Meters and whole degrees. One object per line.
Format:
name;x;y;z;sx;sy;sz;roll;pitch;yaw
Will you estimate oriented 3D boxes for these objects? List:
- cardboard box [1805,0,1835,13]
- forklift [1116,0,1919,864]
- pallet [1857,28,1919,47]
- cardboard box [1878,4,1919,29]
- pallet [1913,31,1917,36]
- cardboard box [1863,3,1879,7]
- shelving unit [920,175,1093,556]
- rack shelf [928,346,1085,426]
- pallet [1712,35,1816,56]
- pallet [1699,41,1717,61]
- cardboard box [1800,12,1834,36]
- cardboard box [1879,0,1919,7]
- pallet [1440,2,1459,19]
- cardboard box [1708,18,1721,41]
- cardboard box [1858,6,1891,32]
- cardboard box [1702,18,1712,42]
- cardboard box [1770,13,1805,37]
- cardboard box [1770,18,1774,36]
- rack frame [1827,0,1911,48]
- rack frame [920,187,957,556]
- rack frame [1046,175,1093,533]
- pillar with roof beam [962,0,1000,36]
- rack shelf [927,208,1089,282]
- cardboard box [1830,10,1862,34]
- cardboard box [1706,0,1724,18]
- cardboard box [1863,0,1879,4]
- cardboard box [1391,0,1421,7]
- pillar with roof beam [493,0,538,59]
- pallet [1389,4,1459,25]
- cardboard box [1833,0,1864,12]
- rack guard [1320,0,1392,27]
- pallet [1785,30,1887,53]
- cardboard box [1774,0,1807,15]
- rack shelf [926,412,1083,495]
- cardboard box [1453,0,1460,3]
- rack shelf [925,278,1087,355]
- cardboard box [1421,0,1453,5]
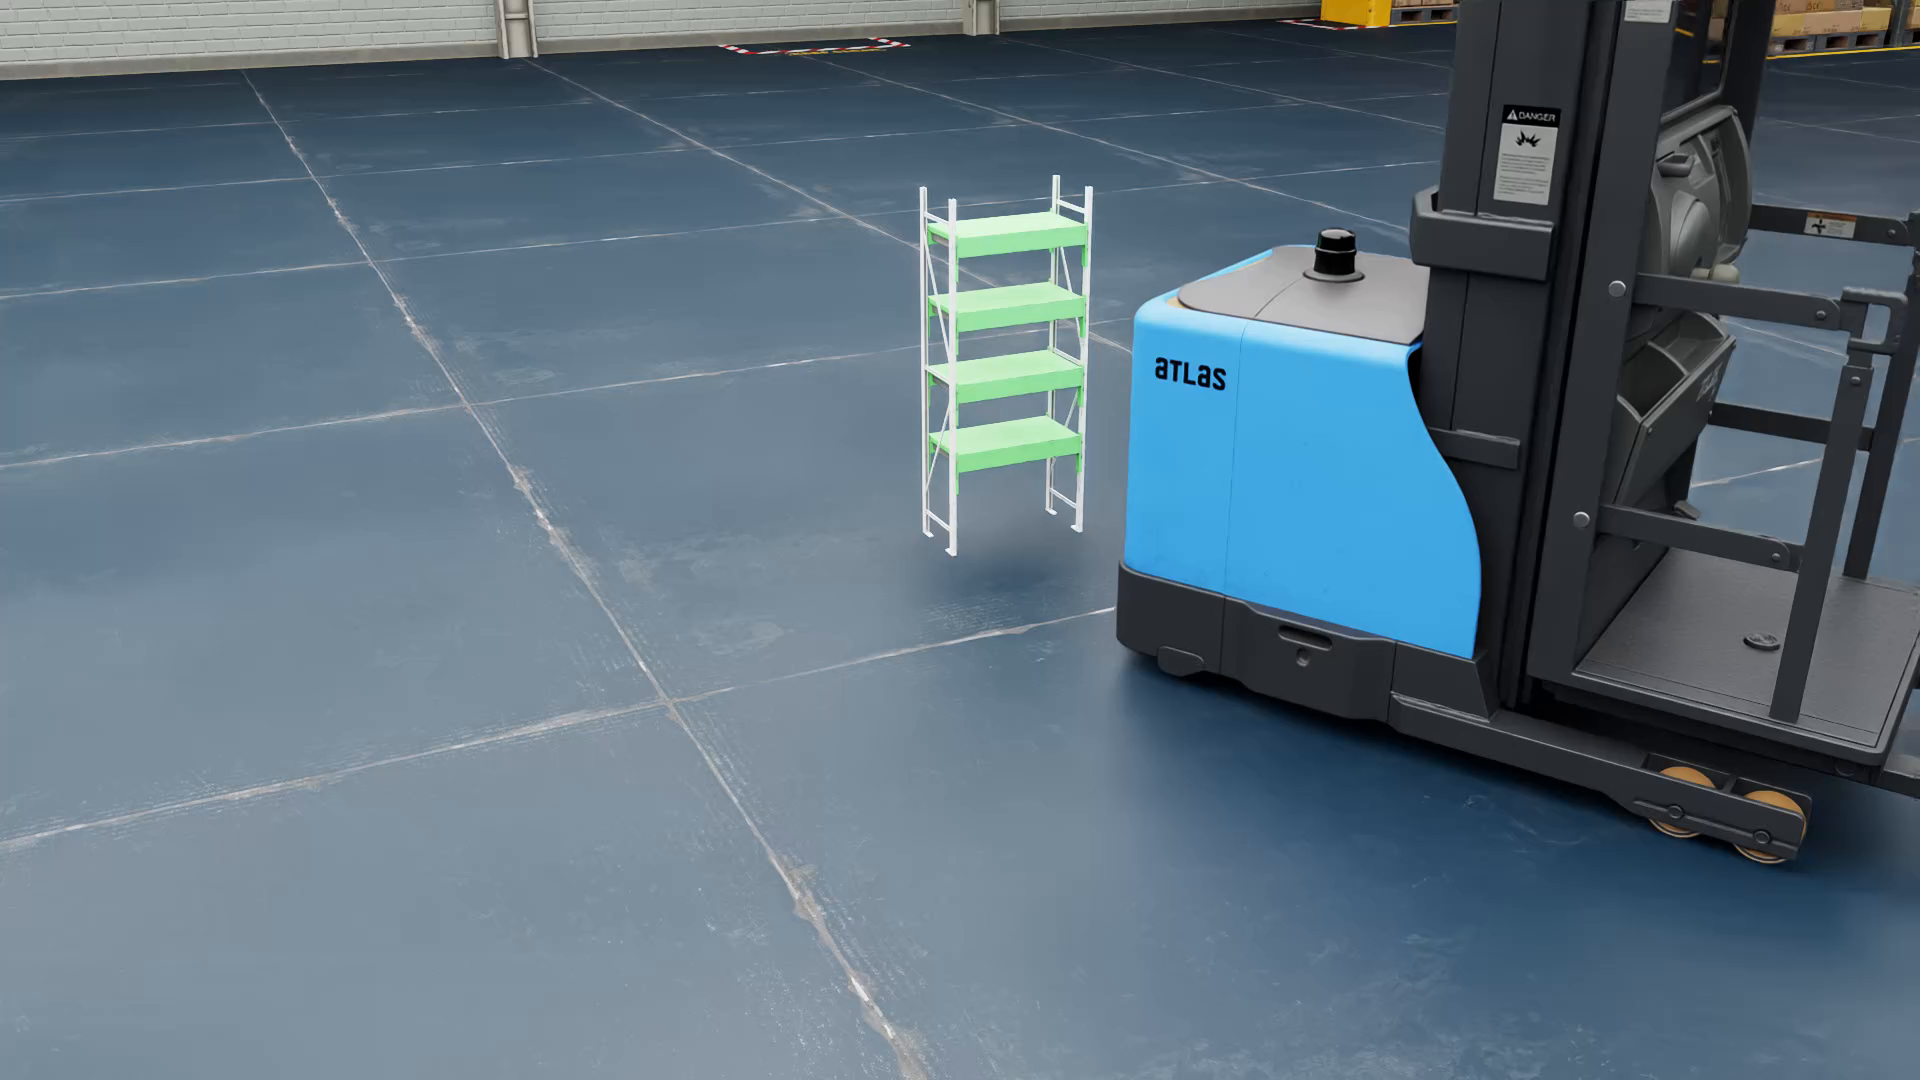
cardboard box;9.953;-6.495;19.585;0.500;0.500;0.500;-10;25;-24
forklift;1.957;-0.825;3.910;3.031;2.935;1.130;15;27;32
pallet;11.827;-6.388;20.905;1.213;0.211;1.003;-10;25;-24
cardboard box;11.651;-6.446;20.445;0.500;0.250;0.500;-11;25;-25
pallet;12.928;-6.592;21.398;1.213;0.211;1.003;-10;25;-24
cardboard box;11.428;-6.633;20.897;0.500;0.250;0.500;-11;25;-24
shelving unit;0.149;-0.582;5.587;0.503;1.200;0.258;-10;25;-24
rack shelf;0.149;-0.523;5.611;0.480;0.148;0.258;-10;25;-24
pallet;9.345;-5.931;19.801;1.213;0.211;1.003;-10;25;-24
pallet;8.247;-5.730;19.316;1.213;0.211;1.003;-10;25;-24
cardboard box;9.958;-6.144;19.717;0.500;0.250;0.500;-10;25;-24
cardboard box;11.661;-6.706;20.341;0.500;0.311;0.500;-10;25;-23
pallet;7.338;-7.631;23.909;1.213;0.211;1.003;-10;25;-24
cardboard box;8.605;-5.897;19.120;0.500;0.250;0.500;-10;25;-24
cardboard box;10.857;-6.312;20.122;0.500;0.250;0.500;-10;25;-24
cardboard box;8.156;-5.813;18.917;0.500;0.250;0.500;-10;25;-24
cardboard box;9.508;-6.061;19.516;0.500;0.250;0.500;-10;25;-24
cardboard box;9.055;-5.980;19.320;0.500;0.250;0.500;-10;25;-24
rack frame;11.180;-7.540;20.044;0.127;3.000;1.000;-10;25;-24
rack frame;-0.071;-0.541;5.489;0.015;1.200;0.240;-10;25;-24
rack frame;0.369;-0.622;5.685;0.015;1.200;0.240;-10;25;-24
pillar with roof beam;2.140;-9.291;16.429;0.400;9.000;9.100;-10;25;-24
rack shelf;0.149;-0.966;5.428;0.480;0.148;0.258;-10;25;-24
cardboard box;10.402;-6.232;19.930;0.500;0.250;0.500;-10;25;-24
cardboard box;8.605;-6.243;18.975;0.500;0.500;0.500;-10;25;-24
cardboard box;11.421;-6.889;20.784;0.500;0.311;0.500;-10;25;-24
cardboard box;6.087;-7.628;23.197;0.500;0.311;0.500;-14;26;-30
pillar with roof beam;-3.266;-8.295;14.025;0.400;9.000;9.100;-10;25;-24
pallet;6.240;-7.430;23.424;1.213;0.211;1.003;-10;25;-24
cardboard box;10.401;-6.579;19.788;0.500;0.500;0.500;-10;25;-24
rack guard;5.493;-7.441;23.073;0.348;0.500;1.175;-10;25;-24
pallet;10.445;-6.135;20.294;1.213;0.211;1.003;-10;25;-24
cardboard box;9.508;-6.407;19.372;0.500;0.500;0.500;-10;25;-24
rack shelf;0.149;-0.301;5.703;0.480;0.148;0.258;-10;25;-24
cardboard box;7.283;-7.915;23.641;0.500;0.500;0.700;-12;25;-27
rack shelf;0.149;-0.745;5.519;0.480;0.148;0.258;-10;25;-24
cardboard box;6.600;-7.723;23.425;0.500;0.311;0.500;-8;24;-19
